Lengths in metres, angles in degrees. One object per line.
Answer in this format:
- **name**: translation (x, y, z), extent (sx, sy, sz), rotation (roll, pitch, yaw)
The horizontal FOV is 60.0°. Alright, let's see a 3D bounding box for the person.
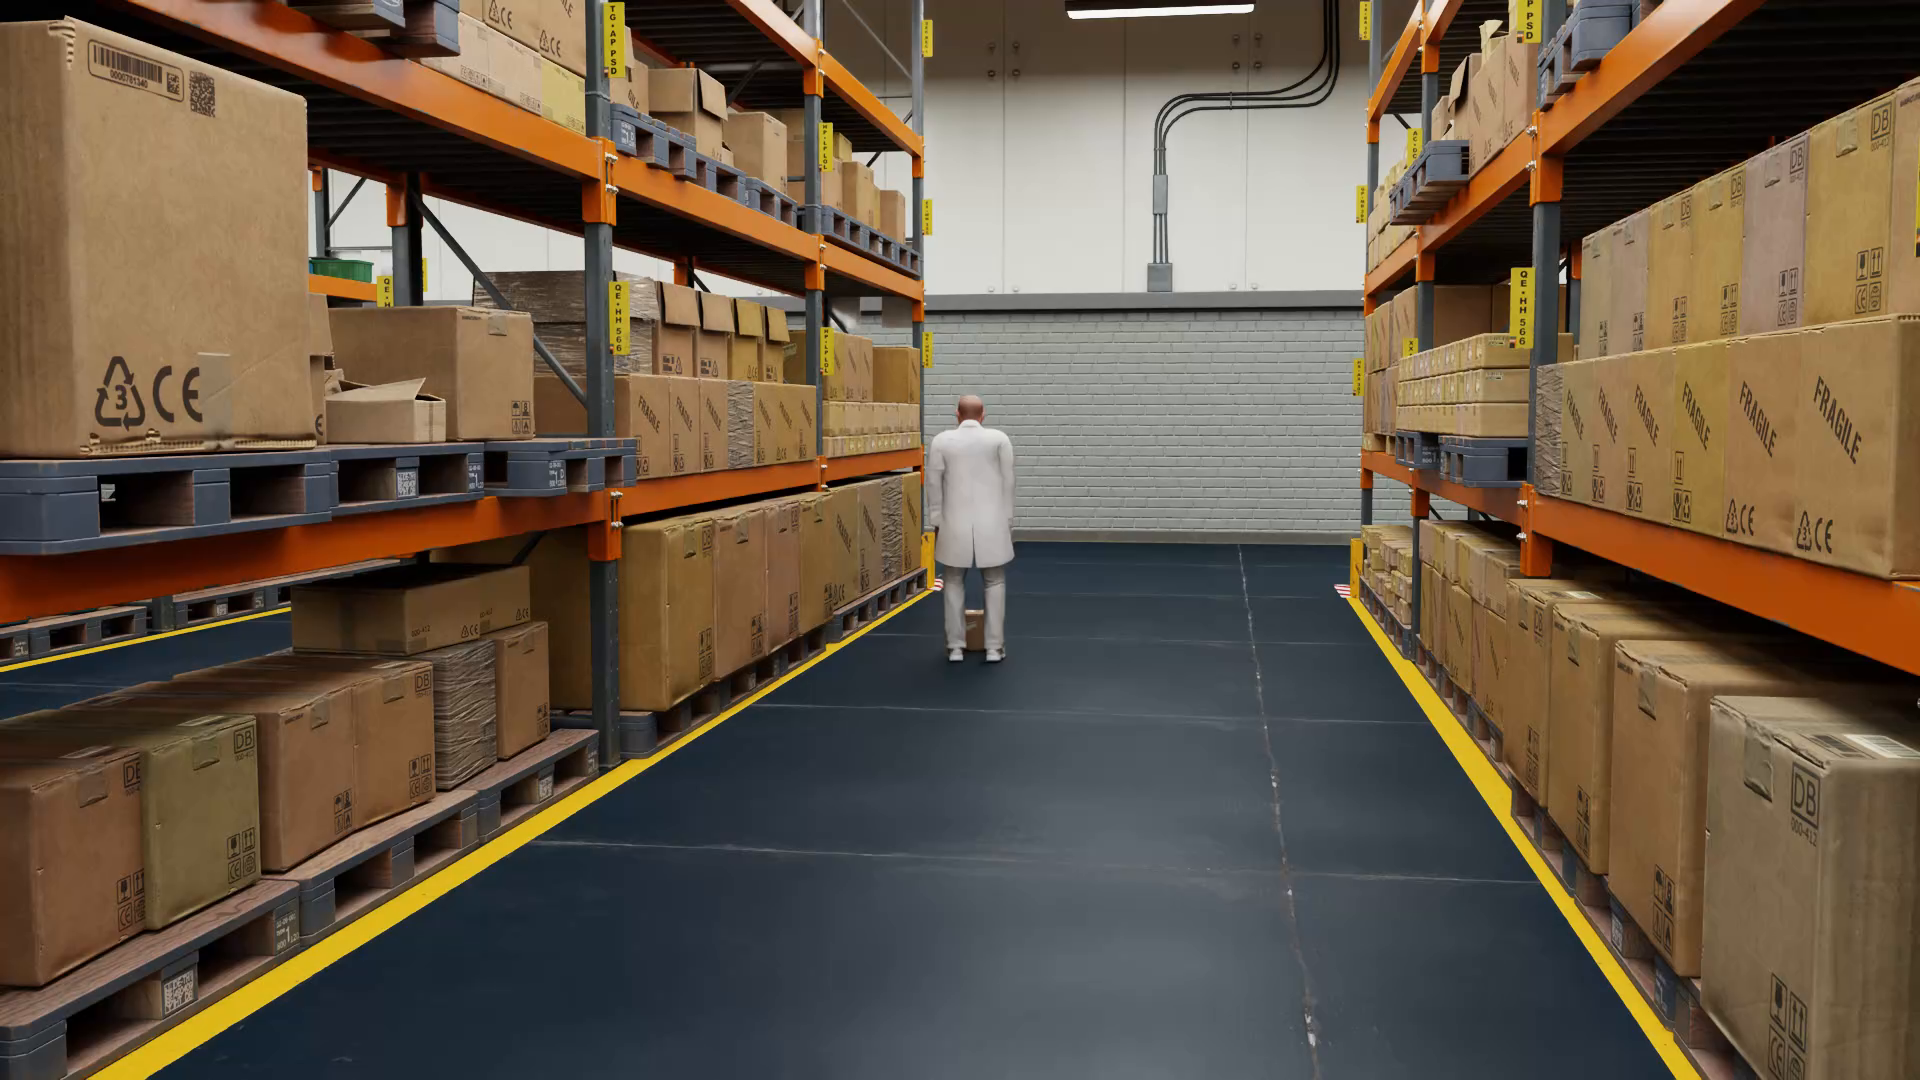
- **person**: translation (0.070, -0.074, 10.899), extent (0.583, 1.738, 0.402), rotation (0, 4, 4)
